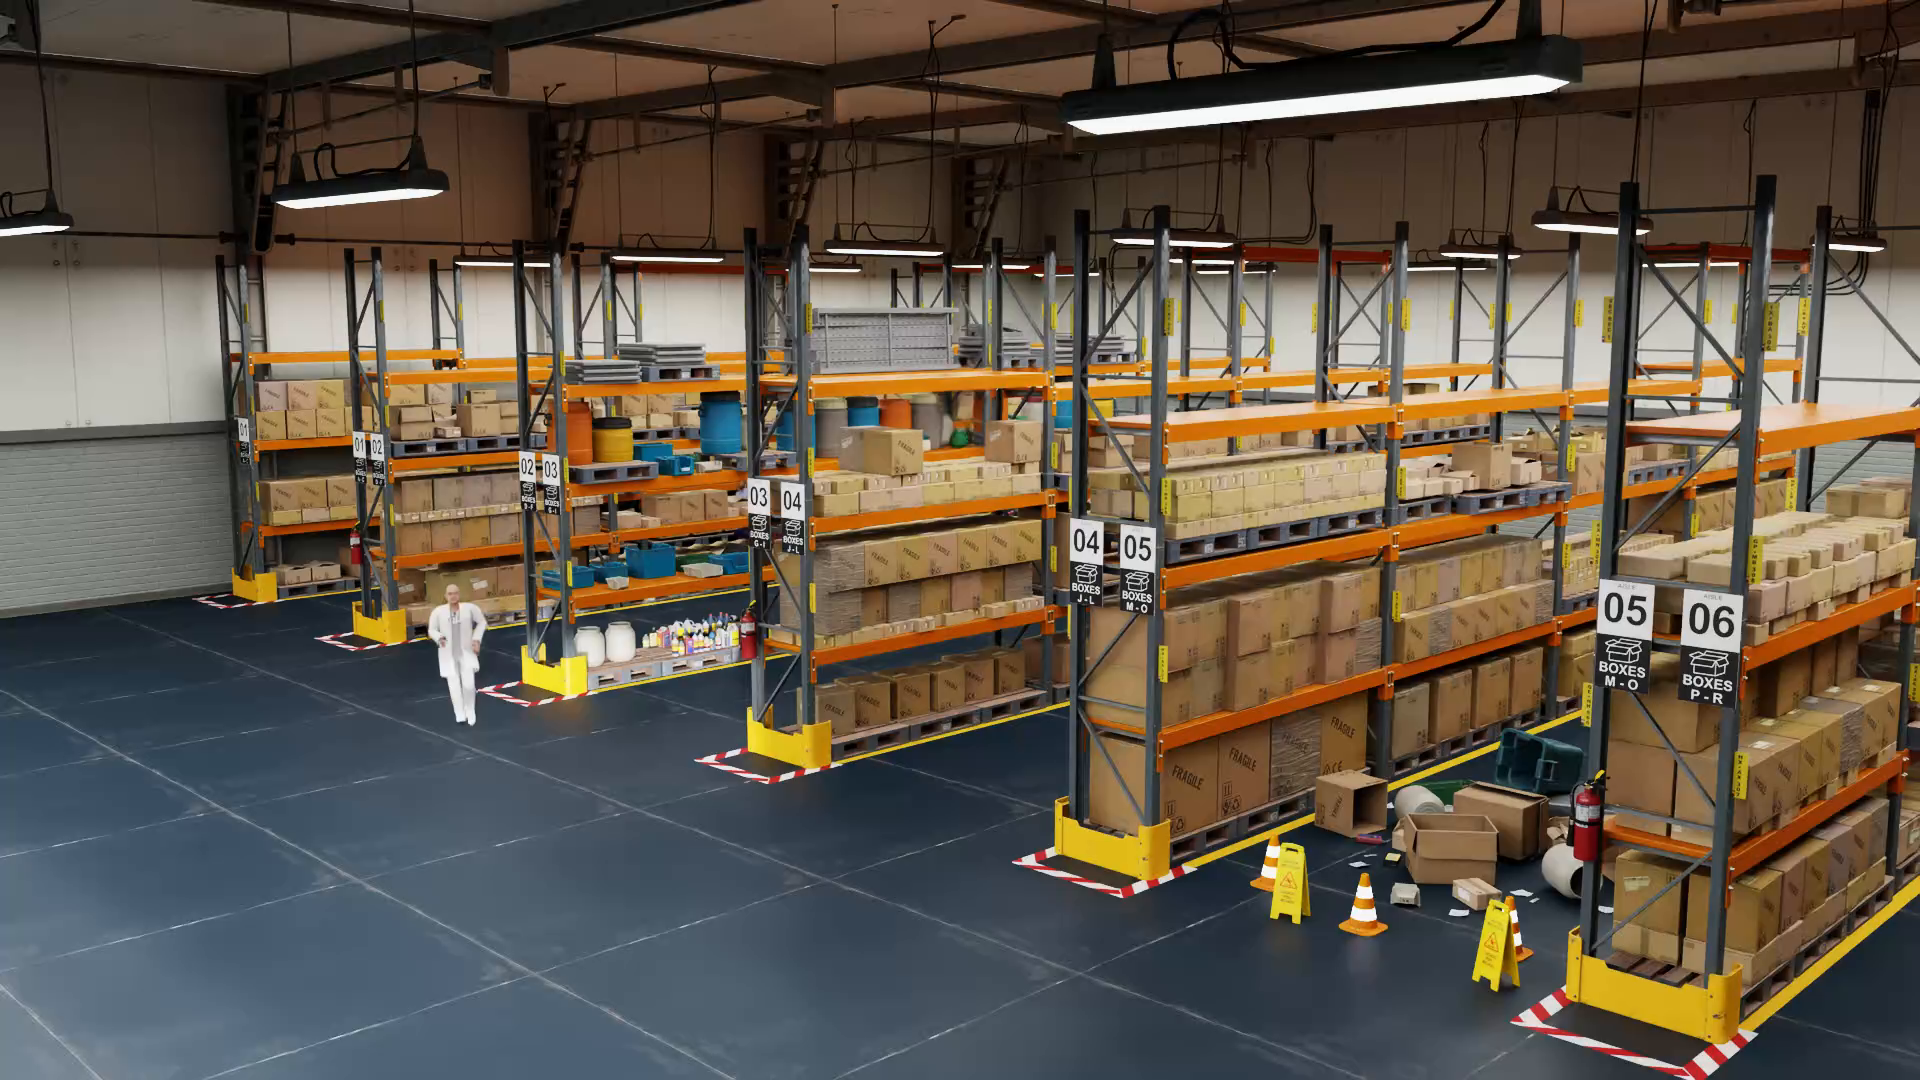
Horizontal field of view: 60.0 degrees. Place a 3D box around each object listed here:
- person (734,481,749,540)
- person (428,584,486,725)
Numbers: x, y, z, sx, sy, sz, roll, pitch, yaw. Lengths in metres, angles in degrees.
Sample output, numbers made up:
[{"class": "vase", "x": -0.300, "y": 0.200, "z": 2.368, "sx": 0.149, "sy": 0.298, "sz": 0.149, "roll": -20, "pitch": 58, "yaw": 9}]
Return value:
[{"class": "person", "x": -4.497, "y": -0.488, "z": 34.287, "sx": 0.592, "sy": 1.609, "sz": 0.577, "roll": 8, "pitch": 11, "yaw": 44}, {"class": "person", "x": -6.148, "y": 1.422, "z": 20.368, "sx": 0.682, "sy": 1.765, "sz": 0.721, "roll": -2, "pitch": 8, "yaw": -14}]
